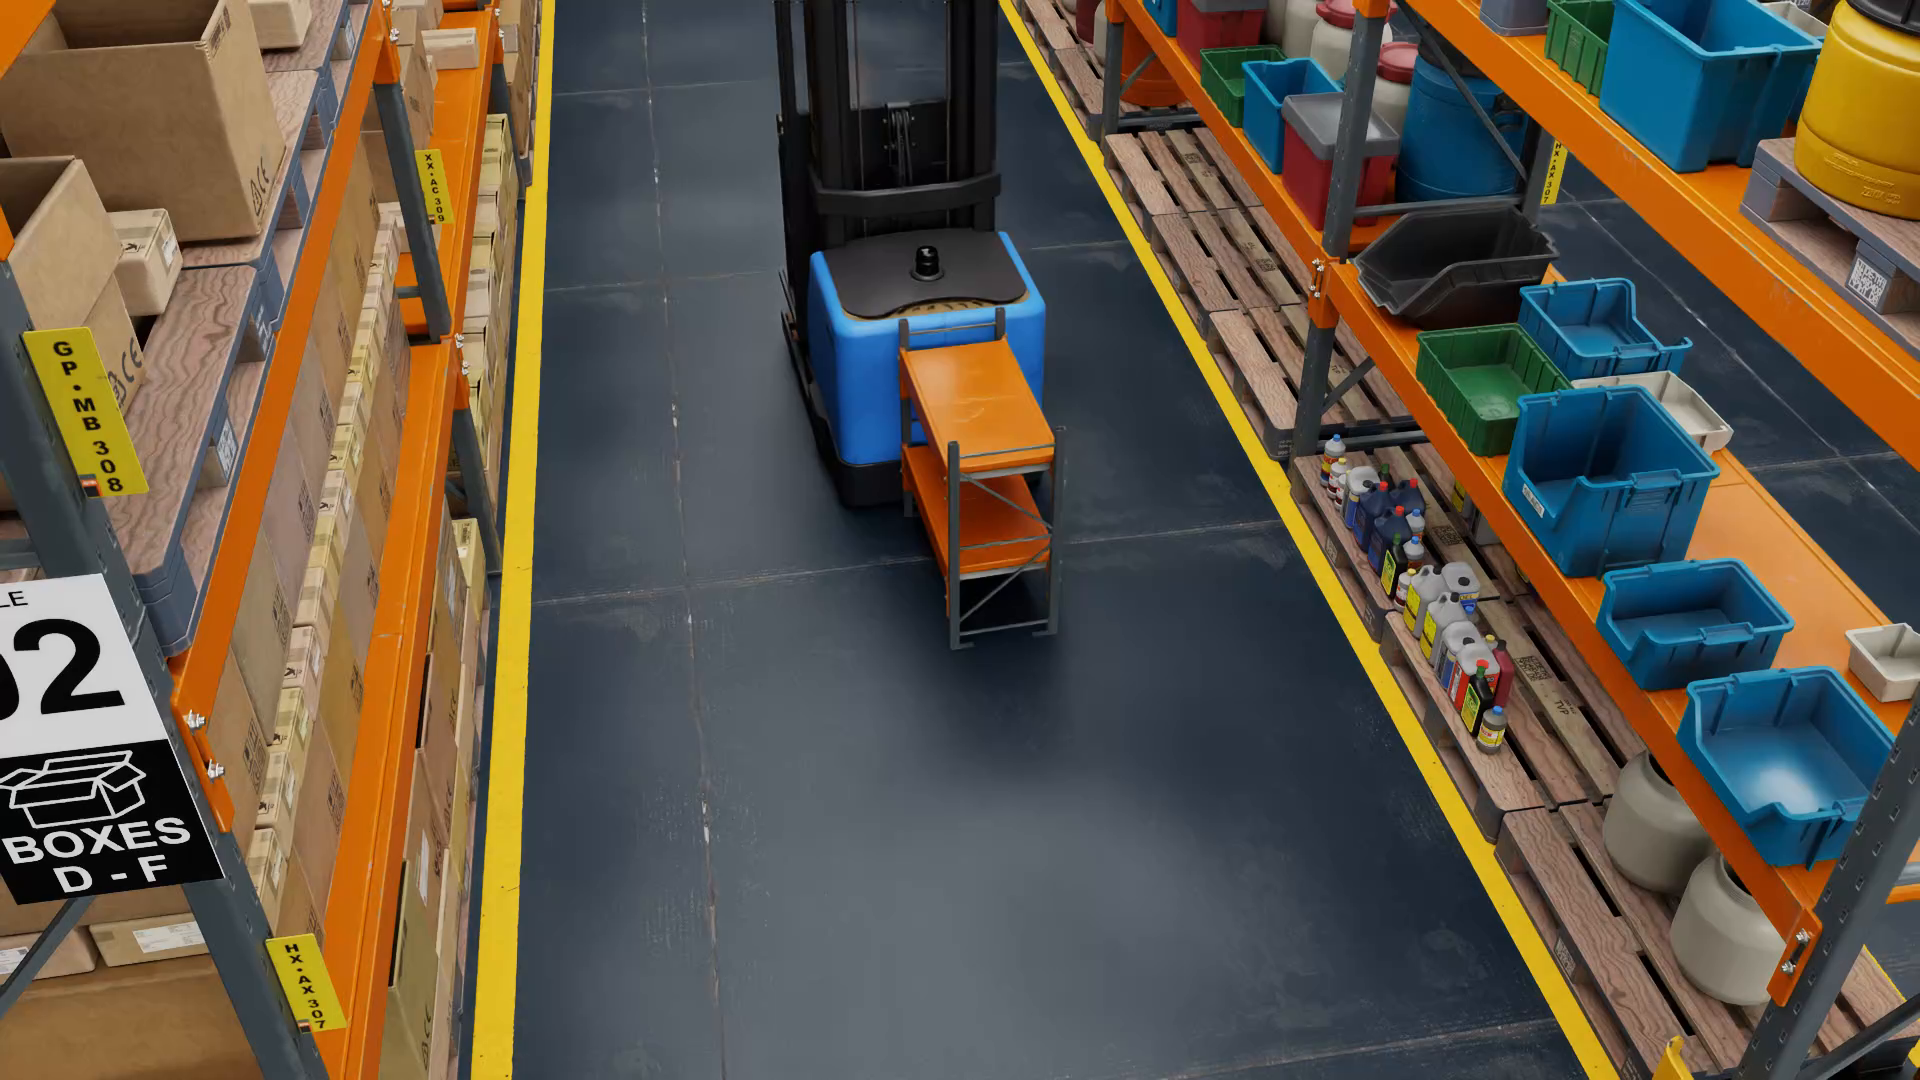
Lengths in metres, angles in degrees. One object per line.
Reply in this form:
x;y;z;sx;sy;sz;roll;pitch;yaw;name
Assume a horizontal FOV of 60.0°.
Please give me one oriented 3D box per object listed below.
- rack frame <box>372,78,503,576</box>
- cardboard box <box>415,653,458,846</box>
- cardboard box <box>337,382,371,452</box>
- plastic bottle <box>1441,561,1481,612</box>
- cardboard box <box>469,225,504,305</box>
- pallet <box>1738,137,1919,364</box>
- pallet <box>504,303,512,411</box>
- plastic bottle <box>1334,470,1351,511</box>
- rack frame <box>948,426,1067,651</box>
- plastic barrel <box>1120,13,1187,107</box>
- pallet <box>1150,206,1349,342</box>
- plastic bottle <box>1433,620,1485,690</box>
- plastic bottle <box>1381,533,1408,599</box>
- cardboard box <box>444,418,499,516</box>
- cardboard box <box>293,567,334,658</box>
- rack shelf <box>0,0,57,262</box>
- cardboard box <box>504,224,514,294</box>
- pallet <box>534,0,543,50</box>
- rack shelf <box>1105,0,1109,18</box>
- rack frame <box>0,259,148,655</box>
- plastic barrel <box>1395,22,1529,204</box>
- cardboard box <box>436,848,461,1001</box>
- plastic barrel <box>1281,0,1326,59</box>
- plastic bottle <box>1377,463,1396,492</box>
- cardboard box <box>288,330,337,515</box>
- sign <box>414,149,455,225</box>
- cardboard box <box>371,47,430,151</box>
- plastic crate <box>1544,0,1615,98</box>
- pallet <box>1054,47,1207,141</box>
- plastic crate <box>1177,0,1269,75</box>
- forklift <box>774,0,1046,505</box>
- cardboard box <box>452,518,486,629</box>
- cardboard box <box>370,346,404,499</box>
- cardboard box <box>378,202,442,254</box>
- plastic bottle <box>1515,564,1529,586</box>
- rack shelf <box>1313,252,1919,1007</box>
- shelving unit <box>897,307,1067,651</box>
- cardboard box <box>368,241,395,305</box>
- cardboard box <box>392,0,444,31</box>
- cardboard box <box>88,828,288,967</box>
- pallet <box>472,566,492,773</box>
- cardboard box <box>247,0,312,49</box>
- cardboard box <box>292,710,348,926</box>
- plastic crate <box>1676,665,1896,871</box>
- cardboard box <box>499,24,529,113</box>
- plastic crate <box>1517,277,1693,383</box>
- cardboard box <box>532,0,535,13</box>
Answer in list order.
-2.690;-1.005;6.999;1.000;3.000;0.127;-6;38;-8;rack frame
-2.124;0.781;5.988;0.500;0.500;0.500;-6;38;-8;cardboard box
-2.210;-0.392;5.600;0.380;0.149;0.250;-5;38;-7;cardboard box
2.170;0.238;7.260;0.152;0.276;0.135;-6;38;-8;plastic bottle
-2.788;-1.511;9.092;0.500;0.311;0.500;-5;38;-7;cardboard box
2.840;-0.740;4.366;1.003;0.211;1.213;-6;38;-8;pallet
-3.074;-1.083;9.372;1.003;0.211;1.213;-6;38;-8;pallet
1.848;-0.242;7.938;0.097;0.201;0.097;0;38;0;plastic bottle
0.196;0.012;7.217;0.500;1.125;0.032;-8;39;-10;rack frame
1.384;-3.554;11.706;0.600;0.830;0.708;-6;38;-8;plastic barrel
1.795;-1.643;10.093;1.003;0.211;1.213;-6;38;-8;pallet
2.094;0.481;6.947;0.152;0.276;0.135;-7;38;-9;plastic bottle
1.942;0.114;7.414;0.061;0.283;0.133;-5;38;-6;plastic bottle
-2.516;-0.355;8.061;0.500;0.250;0.500;-7;38;-9;cardboard box
-2.028;0.232;4.796;0.380;0.149;0.250;-7;38;-9;cardboard box
-2.339;-1.724;3.947;1.077;0.370;4.000;-6;38;-8;rack shelf
-2.879;-1.594;9.656;0.500;0.250;0.500;-5;38;-7;cardboard box
-3.912;-4.249;13.447;1.003;0.211;1.213;-6;38;-8;pallet
1.136;-4.875;12.567;1.077;0.370;4.000;-6;38;-8;rack shelf
-1.988;-0.958;2.048;1.000;3.000;0.127;-6;38;-8;rack frame
2.418;-1.999;7.870;0.600;0.901;0.708;-6;38;-8;plastic barrel
-2.042;1.379;5.828;0.500;0.250;0.500;-6;38;-8;cardboard box
2.031;-2.895;9.321;0.433;0.535;0.433;0;38;0;plastic barrel
2.000;-0.216;7.839;0.061;0.283;0.133;-6;38;-8;plastic bottle
-2.341;-0.380;5.055;0.700;0.500;0.500;-6;38;-8;cardboard box
-2.143;-1.439;6.787;0.100;0.325;0.005;-6;38;-8;sign
-2.988;-2.131;8.366;0.500;0.500;0.500;-6;38;-8;cardboard box
2.196;-1.654;5.562;0.336;0.188;0.450;-6;38;-8;plastic crate
1.307;-3.322;12.254;1.003;0.211;1.213;-6;38;-8;pallet
1.469;-2.968;9.473;0.402;0.464;0.583;-6;38;-8;plastic crate
-0.411;-2.236;8.639;1.130;2.935;3.031;-8;39;-10;forklift
-2.393;0.172;7.383;0.500;0.250;0.500;-6;38;-8;cardboard box
-2.507;-0.459;6.215;0.700;0.500;0.500;-7;38;-8;cardboard box
-2.644;-1.463;7.793;0.380;0.149;0.250;-6;38;-8;cardboard box
2.578;0.059;7.485;0.061;0.283;0.133;-6;38;-8;plastic bottle
2.538;-0.043;6.347;1.077;0.370;4.000;-6;38;-8;rack shelf
0.080;-0.291;7.608;0.538;1.125;1.048;-8;39;-10;shelving unit
-2.390;-1.010;6.395;0.380;0.149;0.250;-7;38;-9;cardboard box
-3.370;-3.161;9.847;0.500;0.311;0.500;-4;38;-5;cardboard box
-1.845;0.855;3.994;0.380;0.149;0.250;-6;38;-8;cardboard box
-2.591;0.581;7.230;1.003;0.211;1.213;-6;38;-8;pallet
-2.209;-1.612;5.084;0.380;0.149;0.250;-6;38;-8;cardboard box
-2.154;0.771;4.630;0.700;0.500;0.500;-5;38;-7;cardboard box
2.507;0.669;4.965;0.499;0.251;0.616;-6;38;-8;plastic crate
-3.287;-3.229;11.540;0.500;0.500;0.500;-8;38;-10;cardboard box
2.649;-0.838;6.904;0.499;0.251;0.616;-6;38;-8;plastic crate
-3.645;-4.457;13.121;0.500;0.500;0.500;-6;38;-8;cardboard box
